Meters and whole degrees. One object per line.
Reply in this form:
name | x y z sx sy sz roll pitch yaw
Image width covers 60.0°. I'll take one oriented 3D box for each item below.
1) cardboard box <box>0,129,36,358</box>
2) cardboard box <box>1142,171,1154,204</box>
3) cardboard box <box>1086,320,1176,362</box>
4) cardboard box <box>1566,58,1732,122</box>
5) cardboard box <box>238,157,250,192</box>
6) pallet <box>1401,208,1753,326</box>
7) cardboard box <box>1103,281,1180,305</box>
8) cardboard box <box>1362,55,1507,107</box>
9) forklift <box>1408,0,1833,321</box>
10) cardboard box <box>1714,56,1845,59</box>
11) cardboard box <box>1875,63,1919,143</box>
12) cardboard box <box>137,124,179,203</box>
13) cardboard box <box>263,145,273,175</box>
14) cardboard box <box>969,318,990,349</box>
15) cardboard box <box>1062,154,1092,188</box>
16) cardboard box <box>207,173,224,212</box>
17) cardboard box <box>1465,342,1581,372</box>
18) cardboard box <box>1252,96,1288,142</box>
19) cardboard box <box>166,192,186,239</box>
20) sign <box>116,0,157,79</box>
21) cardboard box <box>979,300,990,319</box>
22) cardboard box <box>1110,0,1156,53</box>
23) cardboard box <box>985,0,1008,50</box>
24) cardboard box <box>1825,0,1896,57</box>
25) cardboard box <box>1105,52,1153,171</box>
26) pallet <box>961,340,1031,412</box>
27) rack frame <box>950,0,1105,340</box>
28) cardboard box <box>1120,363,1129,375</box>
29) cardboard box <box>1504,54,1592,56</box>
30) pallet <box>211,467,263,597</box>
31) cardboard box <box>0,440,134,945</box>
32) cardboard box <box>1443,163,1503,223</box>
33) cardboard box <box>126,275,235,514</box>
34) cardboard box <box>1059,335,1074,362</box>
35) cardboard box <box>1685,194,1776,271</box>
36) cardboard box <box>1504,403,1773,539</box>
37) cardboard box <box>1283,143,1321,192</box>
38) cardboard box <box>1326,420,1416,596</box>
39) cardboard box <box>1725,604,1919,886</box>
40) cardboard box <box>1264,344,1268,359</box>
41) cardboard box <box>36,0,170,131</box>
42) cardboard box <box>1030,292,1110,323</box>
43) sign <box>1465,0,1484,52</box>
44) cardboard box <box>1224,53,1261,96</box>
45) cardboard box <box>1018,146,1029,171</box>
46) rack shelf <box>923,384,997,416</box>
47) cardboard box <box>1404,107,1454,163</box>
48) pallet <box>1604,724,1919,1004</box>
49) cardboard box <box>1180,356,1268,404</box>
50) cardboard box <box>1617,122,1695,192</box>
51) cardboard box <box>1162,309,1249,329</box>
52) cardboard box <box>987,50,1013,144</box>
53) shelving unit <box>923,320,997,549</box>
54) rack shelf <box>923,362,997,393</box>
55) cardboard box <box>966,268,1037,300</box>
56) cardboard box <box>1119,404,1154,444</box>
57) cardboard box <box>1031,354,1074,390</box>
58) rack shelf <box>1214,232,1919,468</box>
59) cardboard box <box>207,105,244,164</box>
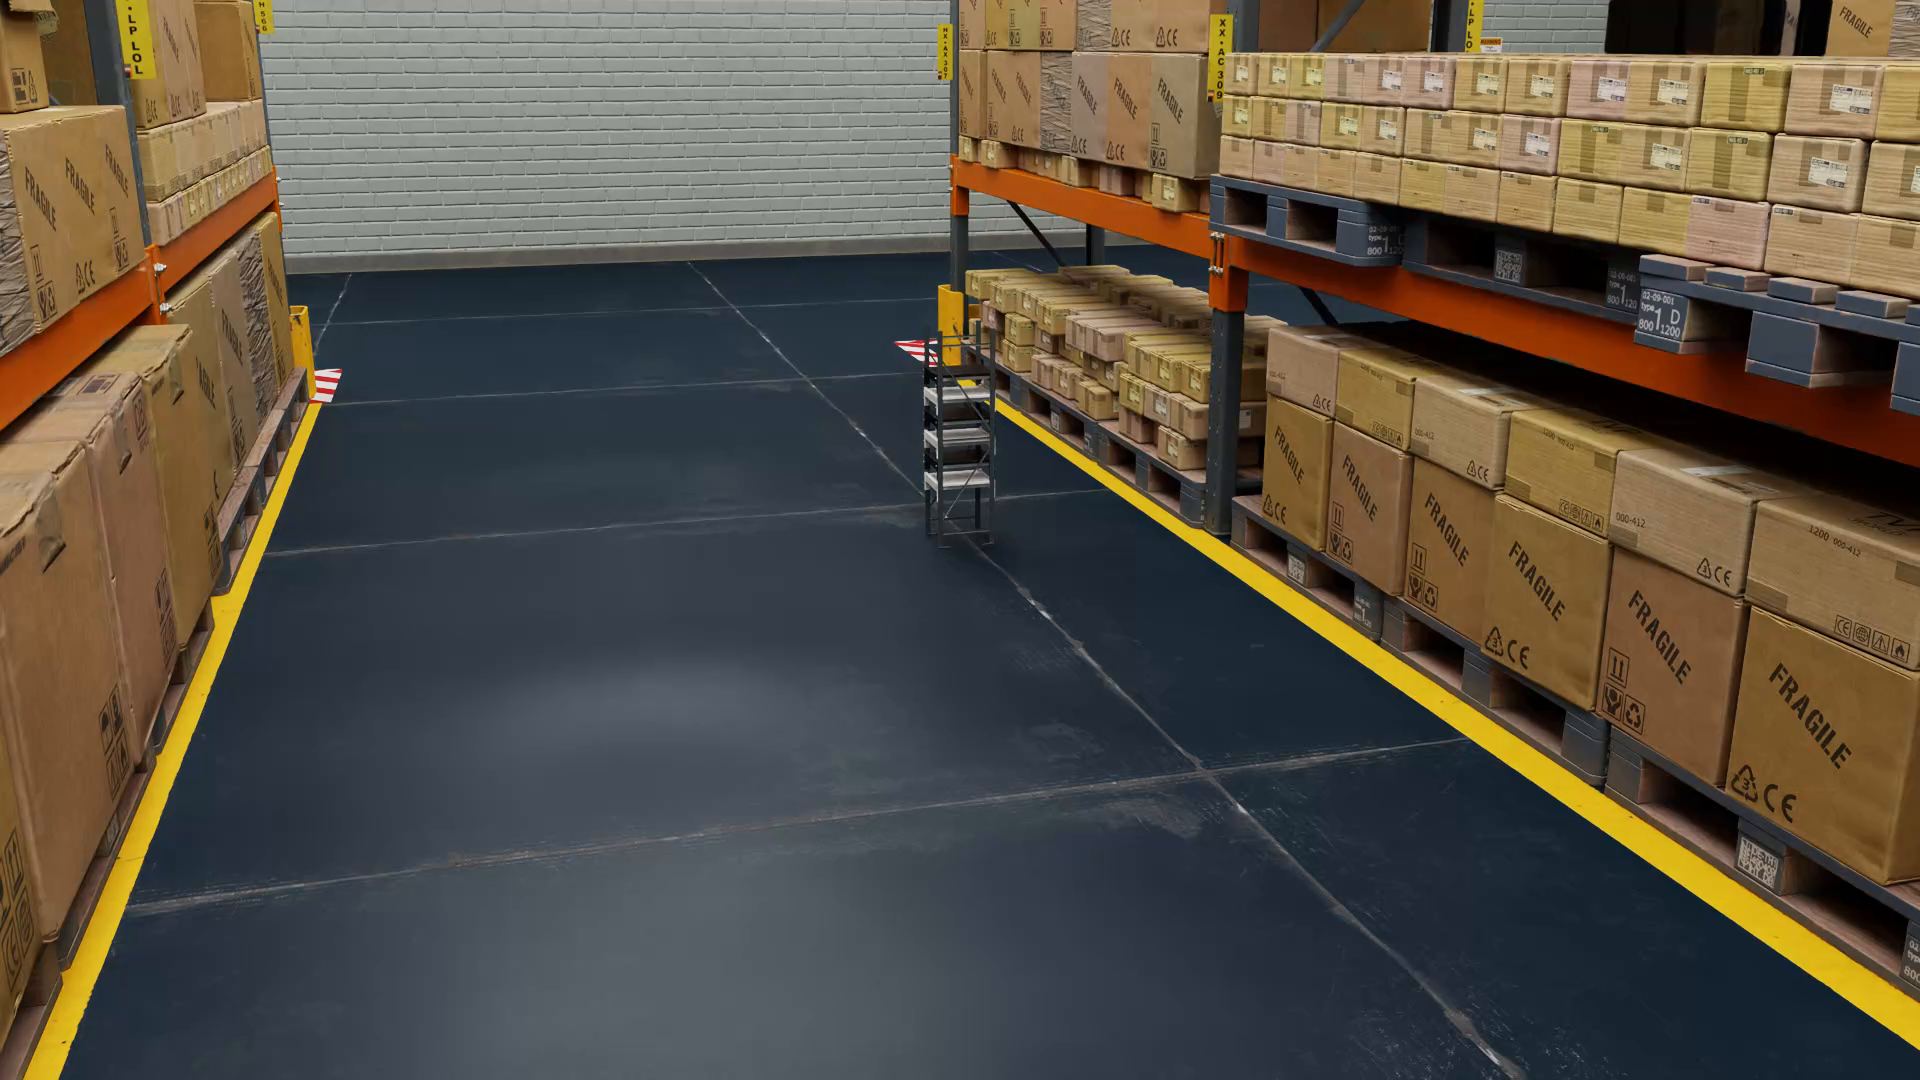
cardboard box | -2.459 -0.657 3.752 0.500 0.500 0.500 -5 17 -15
cardboard box | 1.039 -1.583 7.445 0.380 0.149 0.250 -4 17 -13
cardboard box | 0.842 -0.982 8.197 0.380 0.149 0.250 -6 18 -18
cardboard box | 1.781 -1.143 4.216 0.380 0.149 0.250 -5 17 -15
cardboard box | -3.666 -1.769 8.063 0.380 0.149 0.250 -5 17 -16
pallet | 2.050 -0.848 4.893 1.003 0.211 1.213 -5 17 -15
cardboard box | 1.041 -1.390 9.557 0.380 0.149 0.250 -5 18 -17
cardboard box | 1.487 -1.434 5.186 0.380 0.149 0.250 -5 17 -16
forklift | 3.404 -1.452 6.691 1.130 2.935 3.031 -15 22 -40
cardboard box | 2.330 -1.268 4.630 0.380 0.149 0.250 -4 17 -14
cardboard box | 2.057 -0.860 3.275 0.380 0.149 0.250 -5 18 -17
cardboard box | -3.140 -1.359 6.005 0.500 0.250 0.500 -5 17 -16
cardboard box | -3.948 -2.051 9.003 0.380 0.149 0.250 -4 17 -14
cardboard box | 0.271 -1.274 10.204 0.380 0.149 0.250 -4 17 -14
cardboard box | 0.731 -1.869 8.395 0.380 0.149 0.250 -4 17 -14
cardboard box | -3.381 -1.484 7.114 0.380 0.149 0.250 -4 17 -15
cardboard box | 2.110 -0.535 5.832 0.500 0.250 0.500 -4 17 -13
cardboard box | 1.273 -1.508 5.948 0.380 0.149 0.250 -5 17 -16
cardboard box | -3.097 -1.198 6.163 0.380 0.149 0.250 -5 18 -17
sign | -2.744 -1.700 5.521 0.100 0.325 0.005 -5 17 -15
cardboard box | 0.332 -1.421 10.177 0.380 0.149 0.250 -4 17 -13
cardboard box | 0.997 -2.422 7.372 0.500 0.500 0.500 -5 18 -17
cardboard box | 0.447 -2.993 9.273 0.500 0.500 0.500 -4 17 -14
cardboard box | 5.460 -2.977 9.736 0.500 0.500 0.500 -5 17 -15
cardboard box | 0.988 -1.947 7.529 0.500 0.500 0.500 -5 17 -17
pallet | 0.645 -1.024 9.994 1.003 0.211 1.213 -5 17 -15
rack frame | 0.434 -2.608 10.421 1.000 3.000 0.127 -5 17 -15
cardboard box | 0.990 -0.766 7.995 0.380 0.149 0.250 -5 17 -15
cardboard box | 2.048 -1.553 5.582 0.380 0.149 0.250 -5 17 -15
pallet | -3.397 -0.018 6.647 1.003 0.211 1.213 -5 17 -15
cardboard box | -2.571 0.346 3.550 1.225 0.875 0.875 -5 17 -15
cardboard box | 1.630 -1.006 4.795 0.380 0.149 0.250 -6 18 -18
cardboard box | -3.368 -0.510 6.399 0.875 0.875 0.875 -5 17 -15
cardboard box | 0.750 -1.063 8.985 0.380 0.149 0.250 -4 17 -12
cardboard box | 1.918 -0.716 3.829 0.380 0.149 0.250 -4 17 -14
cardboard box | 1.919 -0.207 4.740 0.500 0.250 0.500 -4 17 -14
cardboard box | 1.346 -1.291 5.744 0.380 0.149 0.250 -5 17 -15
cardboard box | 1.629 -0.134 5.799 0.500 0.500 0.500 -4 17 -13
cardboard box | 2.201 0.439 3.890 0.500 0.500 0.500 -5 17 -16
cardboard box | 1.620 -0.815 7.642 0.380 0.149 0.250 -4 17 -13
cardboard box | -3.149 -1.720 5.904 0.500 0.500 0.500 -5 17 -15
cardboard box | 0.604 -1.271 9.160 0.380 0.149 0.250 -4 17 -13
sign | 2.066 -2.101 6.720 0.100 0.325 0.005 -5 17 -15
cardboard box | 1.200 -1.722 6.143 0.380 0.149 0.250 -4 17 -12
cardboard box | 0.544 -2.166 9.384 0.380 0.149 0.250 -4 17 -13
rack shelf | -0.002 -0.574 6.788 0.258 0.077 0.200 -5 17 -15
cardboard box | 1.565 -1.217 4.979 0.380 0.149 0.250 -5 17 -16
pallet | 2.420 0.724 4.175 1.003 0.211 1.213 -5 17 -15
cardboard box | 1.186 -0.700 7.260 0.380 0.149 0.250 -4 17 -14
cardboard box | 1.841 -0.935 4.039 0.380 0.149 0.250 -5 17 -15
cardboard box | 1.263 -1.097 8.581 0.380 0.149 0.250 -5 18 -18
cardboard box | 0.464 -2.506 9.391 0.500 0.500 0.500 -5 17 -15
shelving unit | -0.002 -0.433 6.830 0.258 0.900 0.210 -5 17 -15
rack shelf | -0.002 -0.660 6.762 0.258 0.077 0.200 -5 17 -15
cardboard box | 0.252 -1.557 10.113 0.380 0.149 0.250 -6 18 -18
cardboard box | 0.973 -0.565 7.846 0.380 0.149 0.250 -5 18 -17
cardboard box | 0.608 -0.921 9.031 0.380 0.149 0.250 -6 18 -18
rack shelf | 2.083 -0.604 4.999 1.077 0.370 4.000 -5 17 -15
cardboard box | -3.695 -1.920 7.875 0.500 0.250 0.500 -5 18 -17
